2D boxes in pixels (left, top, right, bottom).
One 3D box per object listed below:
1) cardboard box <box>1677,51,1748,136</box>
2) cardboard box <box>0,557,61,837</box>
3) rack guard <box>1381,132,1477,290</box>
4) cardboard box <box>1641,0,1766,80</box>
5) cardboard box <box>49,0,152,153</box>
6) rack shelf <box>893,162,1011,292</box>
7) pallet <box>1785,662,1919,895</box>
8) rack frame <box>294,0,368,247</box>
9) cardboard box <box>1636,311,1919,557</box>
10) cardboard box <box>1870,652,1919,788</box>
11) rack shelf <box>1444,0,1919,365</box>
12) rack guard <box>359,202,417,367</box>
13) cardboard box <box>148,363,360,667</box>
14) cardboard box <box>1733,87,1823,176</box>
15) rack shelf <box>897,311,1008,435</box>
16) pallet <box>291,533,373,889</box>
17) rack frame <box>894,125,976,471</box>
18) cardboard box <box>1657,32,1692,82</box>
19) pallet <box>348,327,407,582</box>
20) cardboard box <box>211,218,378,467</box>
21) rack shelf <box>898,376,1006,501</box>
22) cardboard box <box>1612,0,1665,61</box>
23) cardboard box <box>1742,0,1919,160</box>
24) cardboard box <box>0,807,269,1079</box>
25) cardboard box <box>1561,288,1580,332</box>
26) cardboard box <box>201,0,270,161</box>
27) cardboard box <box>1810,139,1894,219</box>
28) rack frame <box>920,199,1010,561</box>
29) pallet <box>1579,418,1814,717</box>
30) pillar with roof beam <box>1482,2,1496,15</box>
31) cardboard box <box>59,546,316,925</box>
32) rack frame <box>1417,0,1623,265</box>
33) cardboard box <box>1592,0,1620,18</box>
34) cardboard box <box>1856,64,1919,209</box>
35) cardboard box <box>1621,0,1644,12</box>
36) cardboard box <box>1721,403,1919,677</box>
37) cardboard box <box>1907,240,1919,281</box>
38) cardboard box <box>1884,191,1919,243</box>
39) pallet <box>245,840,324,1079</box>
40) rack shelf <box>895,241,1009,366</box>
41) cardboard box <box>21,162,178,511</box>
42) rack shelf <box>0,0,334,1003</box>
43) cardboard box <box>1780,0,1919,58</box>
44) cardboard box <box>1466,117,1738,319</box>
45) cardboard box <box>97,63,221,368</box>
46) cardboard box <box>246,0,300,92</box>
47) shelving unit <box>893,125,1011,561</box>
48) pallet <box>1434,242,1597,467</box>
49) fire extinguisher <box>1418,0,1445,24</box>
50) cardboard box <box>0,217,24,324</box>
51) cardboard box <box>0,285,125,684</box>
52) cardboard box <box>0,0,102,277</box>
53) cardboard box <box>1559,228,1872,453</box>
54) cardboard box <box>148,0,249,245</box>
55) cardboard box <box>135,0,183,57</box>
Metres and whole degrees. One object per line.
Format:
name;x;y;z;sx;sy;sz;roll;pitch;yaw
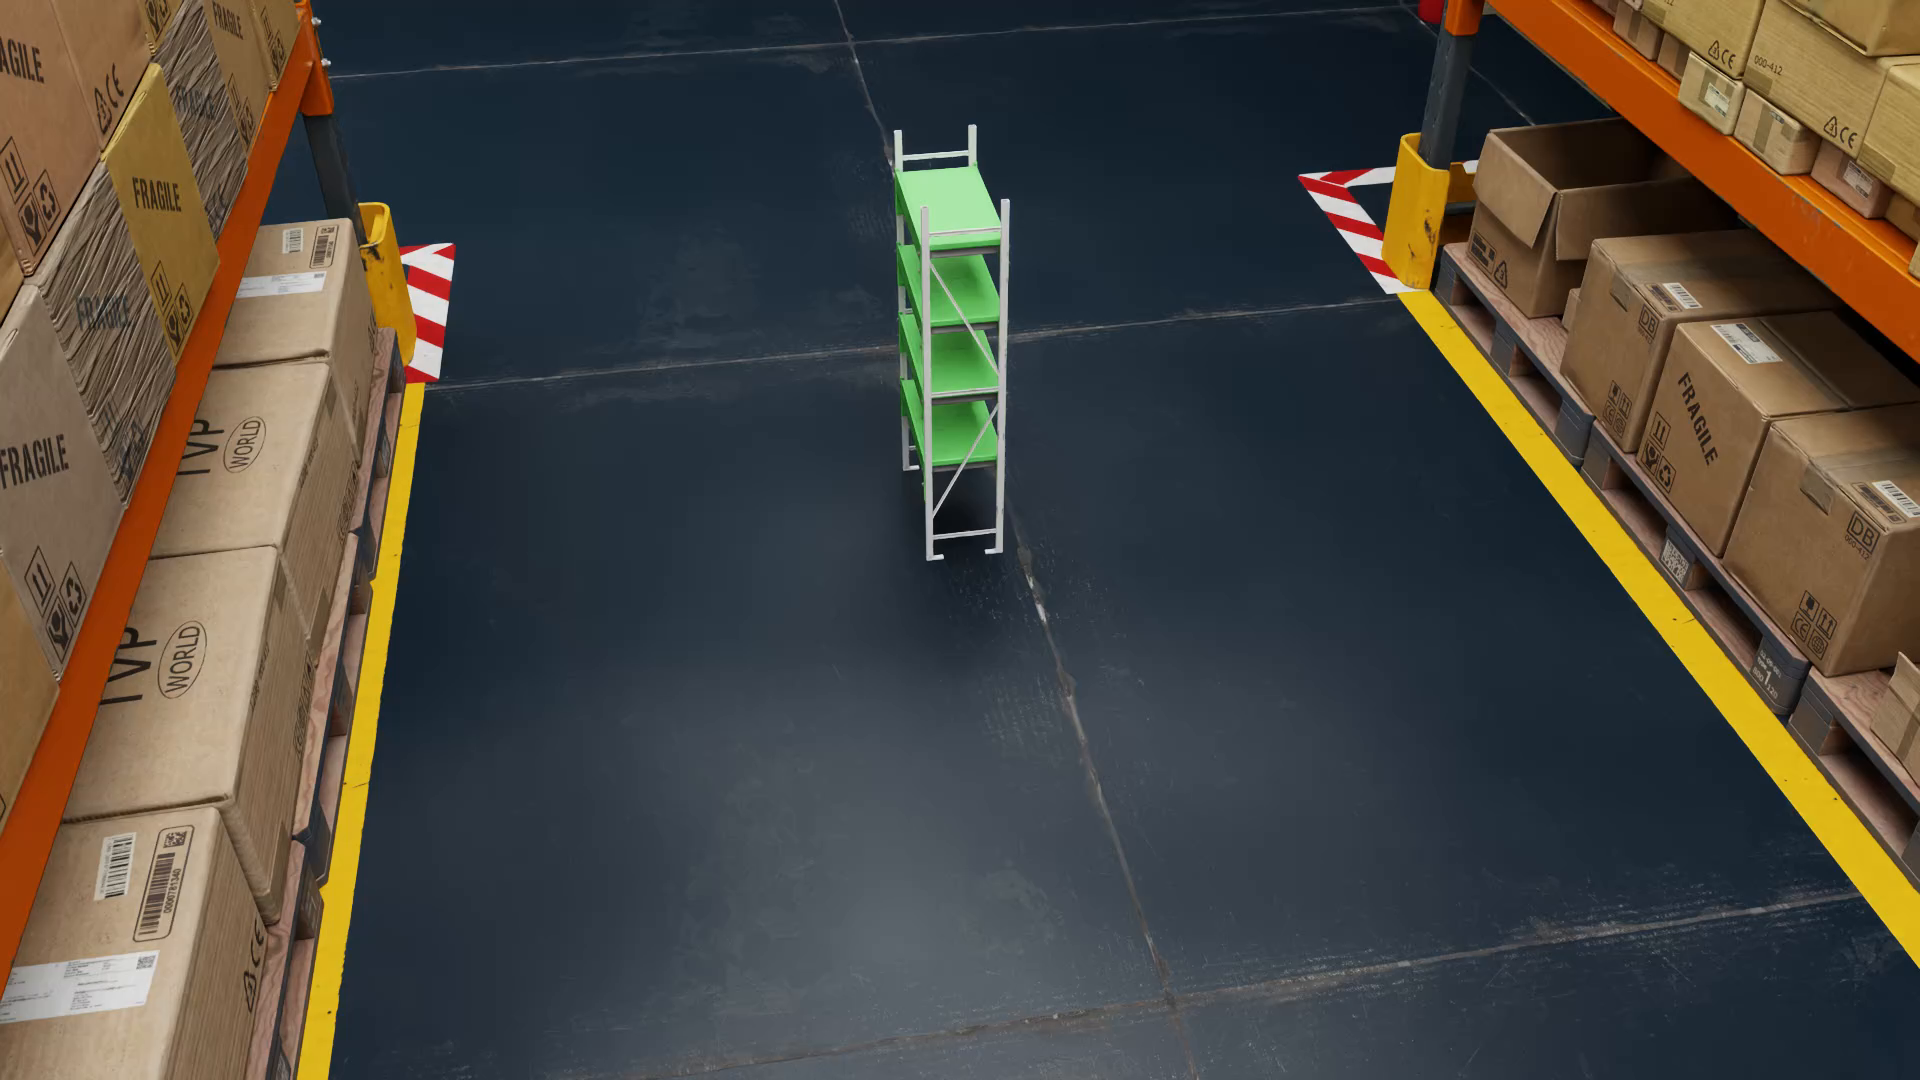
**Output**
cardboard box;2.250;-1.260;4.631;0.380;0.149;0.250;-7;38;-9
cardboard box;-1.723;0.231;2.427;0.500;0.500;0.500;-5;38;-6
rack guard;2.299;-1.337;6.564;1.175;0.500;0.348;-6;38;-8
cardboard box;2.281;-1.515;4.635;0.500;0.250;0.500;-7;38;-9
cardboard box;-1.991;-1.088;3.308;0.500;0.500;0.500;-6;38;-8
rack shelf;-0.029;-0.902;4.755;0.258;0.148;0.480;-6;38;-8
pallet;2.868;0.732;4.136;1.003;0.211;1.213;-6;38;-8
rack frame;-2.600;-1.834;5.166;1.000;3.000;0.127;-6;38;-8
cardboard box;2.406;-0.319;4.911;0.500;0.500;0.500;-6;38;-7
cardboard box;2.538;0.439;4.126;0.396;0.266;0.258;-5;38;-6
rack shelf;2.637;-0.878;4.522;1.077;0.370;4.000;-6;38;-8
rack guard;-2.604;-0.862;5.952;1.175;0.500;0.348;-6;38;-8
cardboard box;-2.217;-0.049;4.614;0.875;0.438;0.875;-5;38;-7
cardboard box;2.317;-1.103;4.429;0.380;0.149;0.250;-5;38;-7
rack shelf;-0.029;-0.523;5.050;0.258;0.148;0.480;-6;38;-8
pallet;-2.172;0.477;4.464;1.003;0.211;1.213;-6;38;-8
rack frame;-0.072;-0.721;5.200;0.240;1.200;0.015;-6;38;-8
cardboard box;2.280;-1.421;4.838;0.380;0.149;0.250;-6;38;-7
pallet;-2.383;-0.259;5.411;1.003;0.211;1.213;-6;38;-8
cardboard box;-2.386;-0.601;5.324;0.875;0.438;0.875;-7;38;-9
rack shelf;-0.029;-0.334;5.197;0.258;0.148;0.480;-6;38;-8
cardboard box;2.228;-1.580;5.044;0.380;0.149;0.250;-5;38;-7
cardboard box;2.392;-1.209;4.241;0.500;0.250;0.500;-7;38;-9
cardboard box;-1.903;1.037;3.217;0.875;0.438;0.875;-7;38;-9
cardboard box;2.336;-0.770;5.778;0.380;0.149;0.250;-8;38;-10
cardboard box;-2.182;-1.306;4.405;0.500;0.500;0.500;-7;38;-9
cardboard box;2.430;-0.955;4.239;0.380;0.149;0.250;-6;38;-8
rack frame;0.014;-0.426;4.821;0.240;1.200;0.015;-6;38;-8
pallet;2.651;-0.007;5.087;1.003;0.211;1.213;-6;38;-8
pillar with roof beam;-1.538;-6.002;5.641;9.100;9.000;0.400;-6;38;-8
cardboard box;-2.061;0.496;3.912;0.875;0.438;0.875;-7;38;-9
rack frame;2.286;-2.370;5.856;1.000;3.000;0.127;-6;38;-8
cardboard box;2.244;-1.740;5.249;0.380;0.149;0.250;-7;38;-9
cardboard box;2.481;-0.898;3.840;0.500;0.250;0.500;-6;38;-8
cardboard box;2.189;-1.821;5.029;0.500;0.250;0.500;-6;38;-7
cardboard box;2.593;-0.022;4.529;0.700;0.500;0.500;-8;38;-10
cardboard box;2.455;-0.643;3.837;0.380;0.149;0.250;-7;38;-9
cardboard box;2.519;-0.811;4.053;0.380;0.149;0.250;-6;38;-7
pallet;-1.955;1.215;3.514;1.003;0.211;1.213;-6;38;-8
rack shelf;-0.029;-0.713;4.903;0.258;0.148;0.480;-6;38;-8
cardboard box;-1.888;-0.375;3.206;0.500;0.500;0.500;-6;38;-8
rack shelf;-2.250;-0.342;3.832;1.077;0.370;4.000;-6;38;-8
cardboard box;2.364;-1.516;4.025;0.500;0.500;0.500;-5;38;-7
cardboard box;2.300;-1.171;6.005;0.797;0.503;0.637;-8;38;-10
cardboard box;-1.979;-0.686;3.607;0.500;0.500;0.500;-5;38;-7
cardboard box;-2.255;-1.611;4.797;0.500;0.500;0.500;-6;38;-8
shelving unit;-0.029;-0.574;5.011;0.258;1.200;0.503;-6;38;-8
pallet;2.440;-0.742;6.033;1.003;0.211;1.213;-6;38;-8
fire extinguisher;1.805;-2.232;6.045;0.296;0.674;0.183;-6;38;-8
cardboard box;-1.826;-0.472;2.516;0.500;0.500;0.500;-7;38;-9
cardboard box;-1.808;-0.074;2.819;0.500;0.500;0.500;-6;38;-8
cardboard box;-1.905;-0.783;2.916;0.500;0.500;0.500;-6;38;-7
cardboard box;2.411;-0.649;5.336;0.700;0.500;0.500;-5;38;-6
cardboard box;-2.082;-0.997;4.006;0.500;0.500;0.500;-5;38;-7
cardboard box;-2.077;-1.392;3.700;0.500;0.500;0.500;-6;38;-8
